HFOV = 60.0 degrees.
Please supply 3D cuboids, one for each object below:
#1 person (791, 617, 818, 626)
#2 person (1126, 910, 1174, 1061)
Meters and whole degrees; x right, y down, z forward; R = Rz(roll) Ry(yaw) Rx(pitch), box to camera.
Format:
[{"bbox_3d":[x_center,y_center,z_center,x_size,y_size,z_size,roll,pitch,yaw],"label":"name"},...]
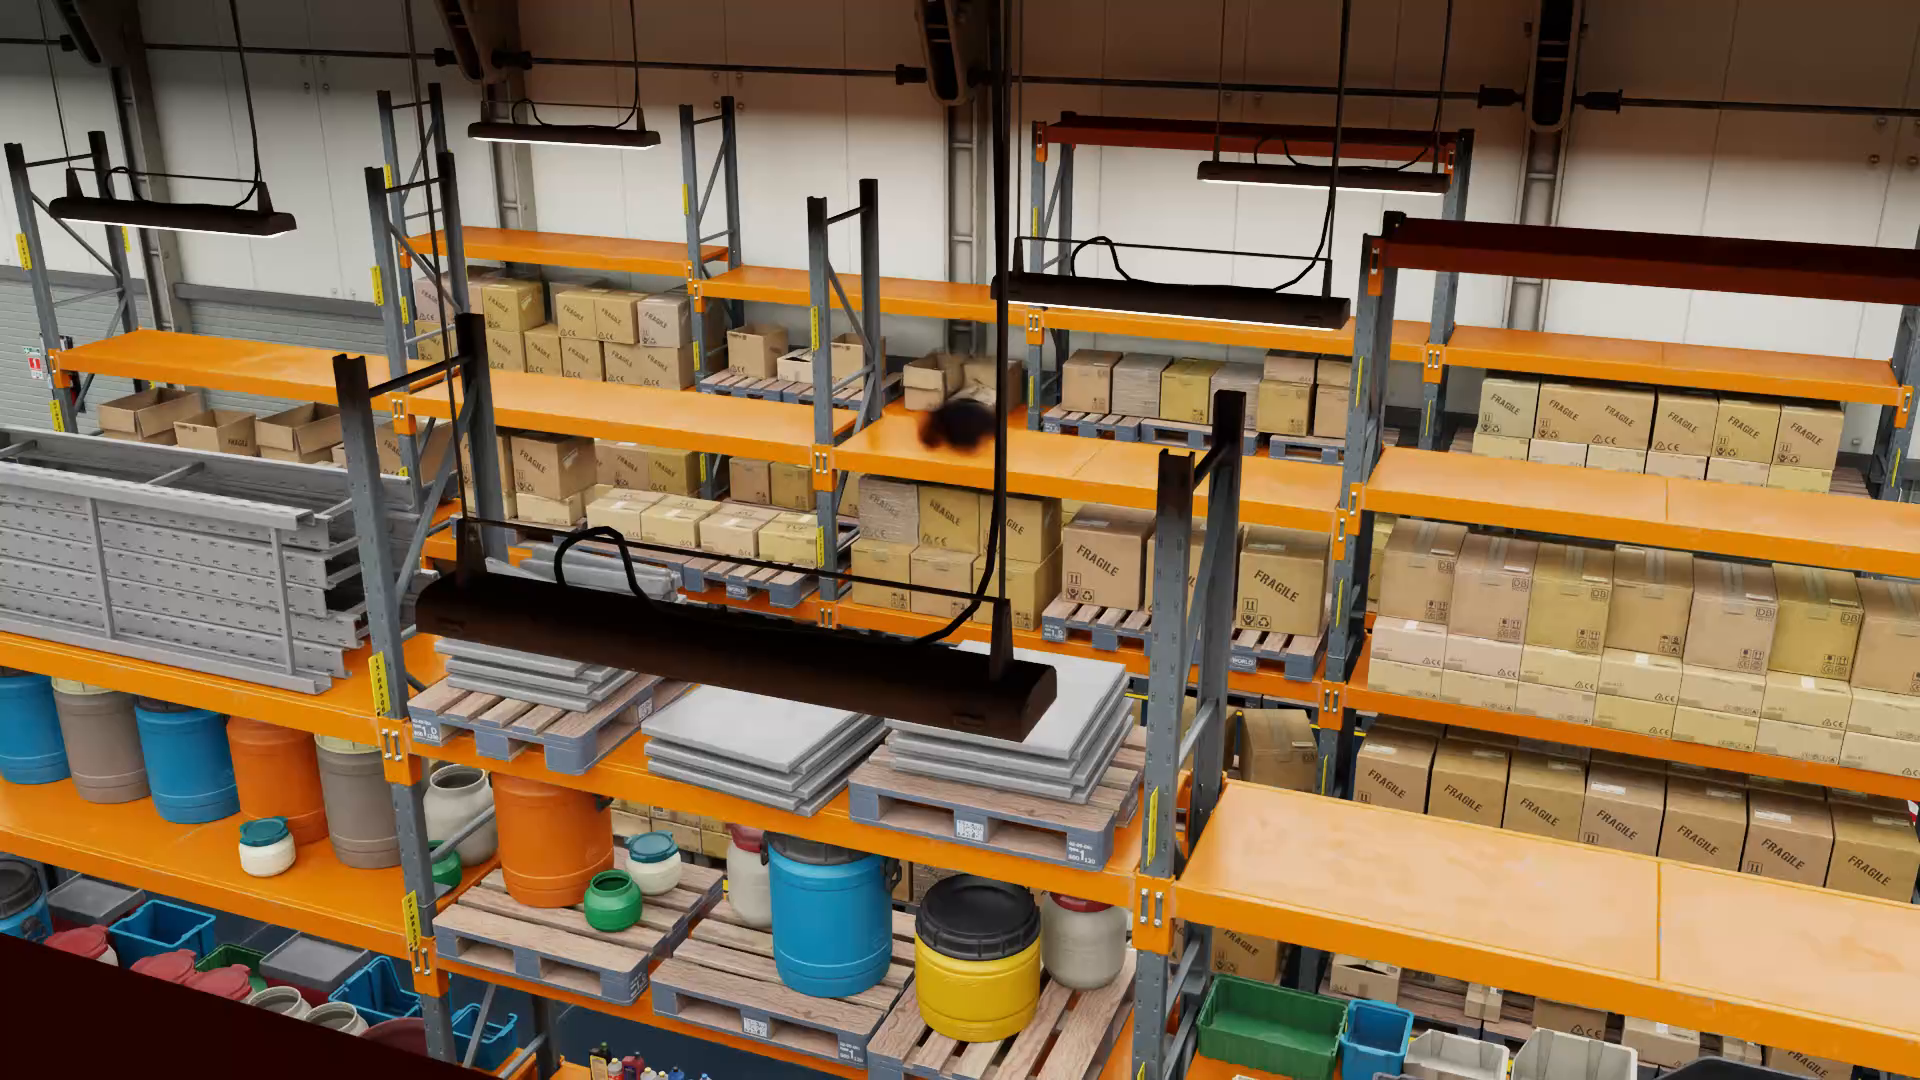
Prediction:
[{"bbox_3d":[-1.387,1.444,16.183,0.947,1.681,0.623,6,22,16],"label":"person"},{"bbox_3d":[1.423,3.300,11.534,0.960,1.639,0.569,0,21,1],"label":"person"}]
